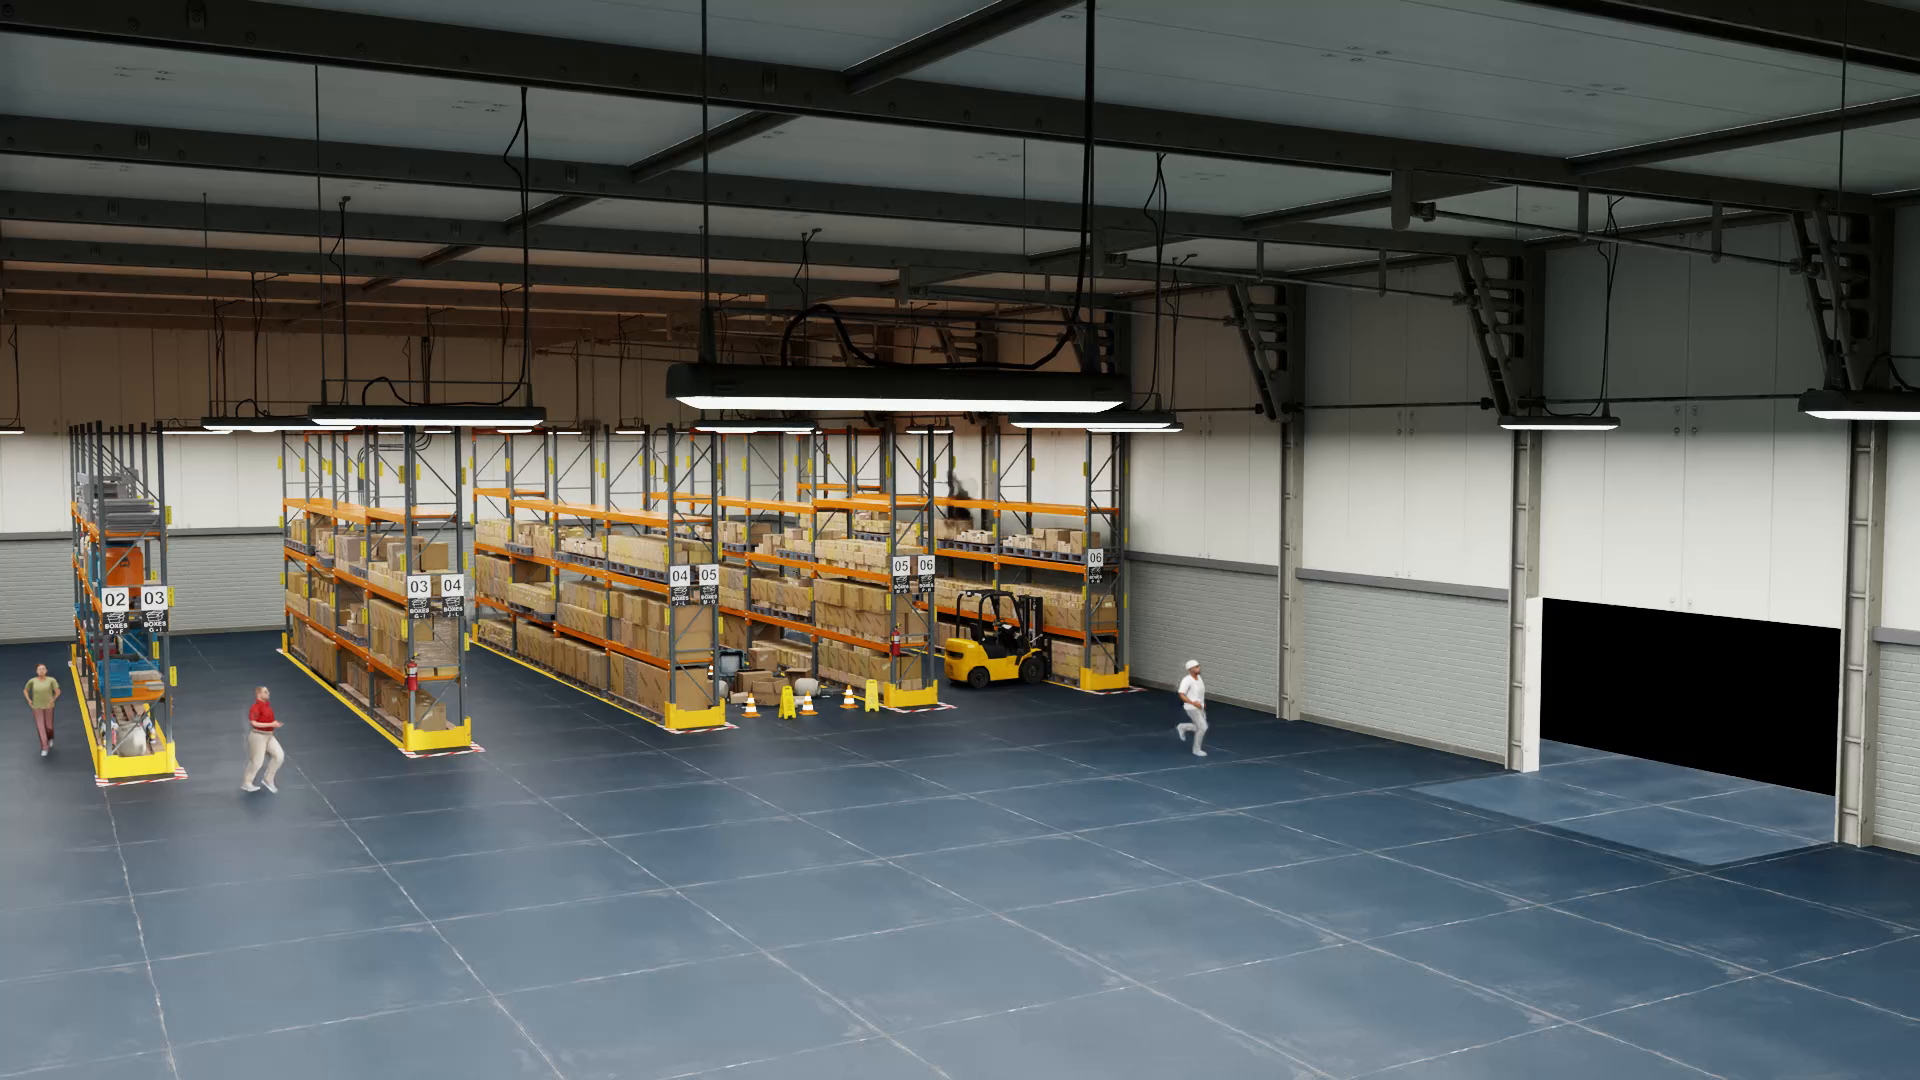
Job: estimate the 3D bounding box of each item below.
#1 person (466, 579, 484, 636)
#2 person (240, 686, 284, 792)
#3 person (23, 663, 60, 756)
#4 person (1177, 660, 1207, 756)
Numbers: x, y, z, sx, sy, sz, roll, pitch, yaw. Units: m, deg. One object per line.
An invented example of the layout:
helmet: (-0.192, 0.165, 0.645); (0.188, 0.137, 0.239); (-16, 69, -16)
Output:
person: (-13.838, 1.935, 47.766); (0.792, 1.845, 0.705); (-2, 4, -29)
person: (-11.193, 3.227, 26.714); (0.738, 1.772, 0.651); (0, 4, 5)
person: (-16.610, 3.053, 30.102); (0.588, 1.632, 0.688); (-2, 4, -27)
person: (4.182, 3.019, 30.059); (0.661, 1.706, 0.703); (2, 4, 32)
